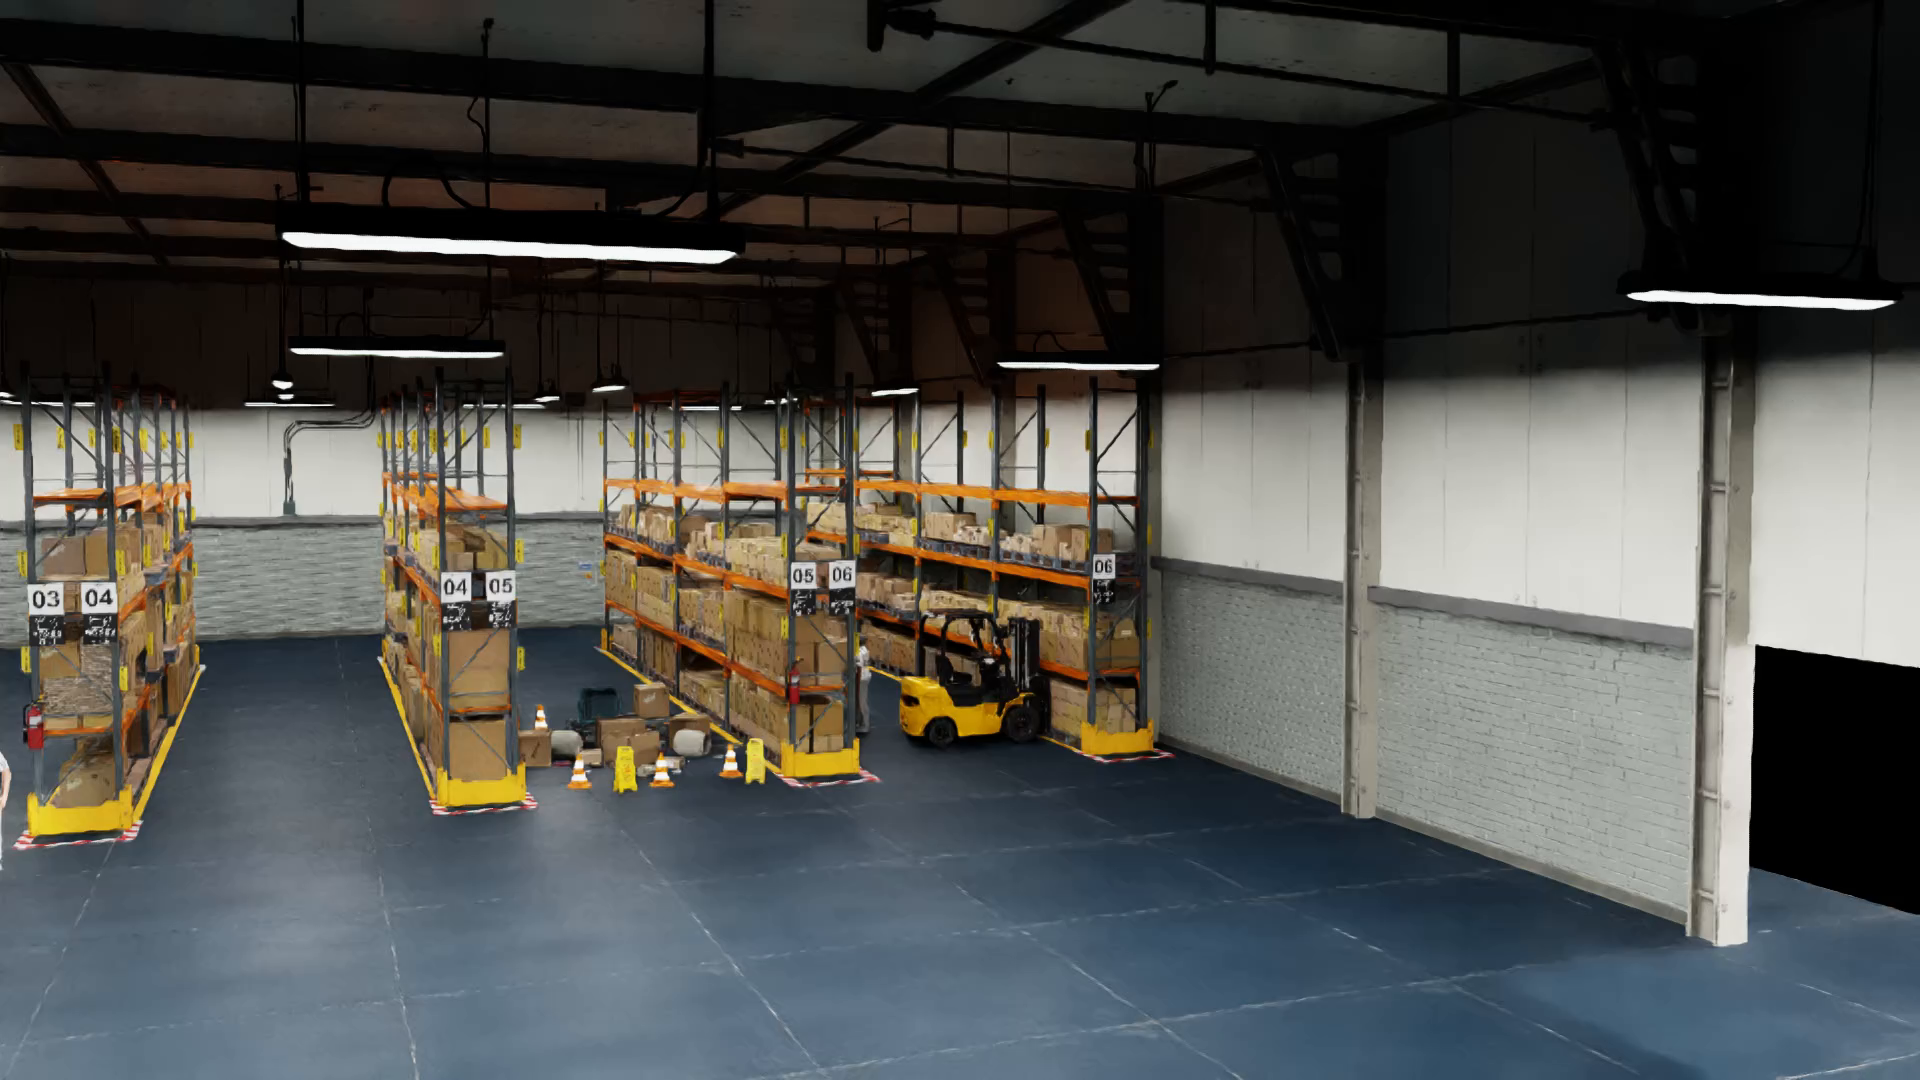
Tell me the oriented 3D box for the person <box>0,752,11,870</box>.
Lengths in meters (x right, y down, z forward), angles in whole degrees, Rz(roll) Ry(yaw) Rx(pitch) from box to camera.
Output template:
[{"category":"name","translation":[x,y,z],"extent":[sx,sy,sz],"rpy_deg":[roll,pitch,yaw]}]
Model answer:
[{"category":"person","translation":[-11.330,2.996,19.180],"extent":[0.682,1.715,0.542],"rpy_deg":[-1,4,-24]}]

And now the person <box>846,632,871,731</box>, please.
[{"category":"person","translation":[-1.754,2.431,28.662],"extent":[0.468,1.677,0.497],"rpy_deg":[1,3,9]}]
